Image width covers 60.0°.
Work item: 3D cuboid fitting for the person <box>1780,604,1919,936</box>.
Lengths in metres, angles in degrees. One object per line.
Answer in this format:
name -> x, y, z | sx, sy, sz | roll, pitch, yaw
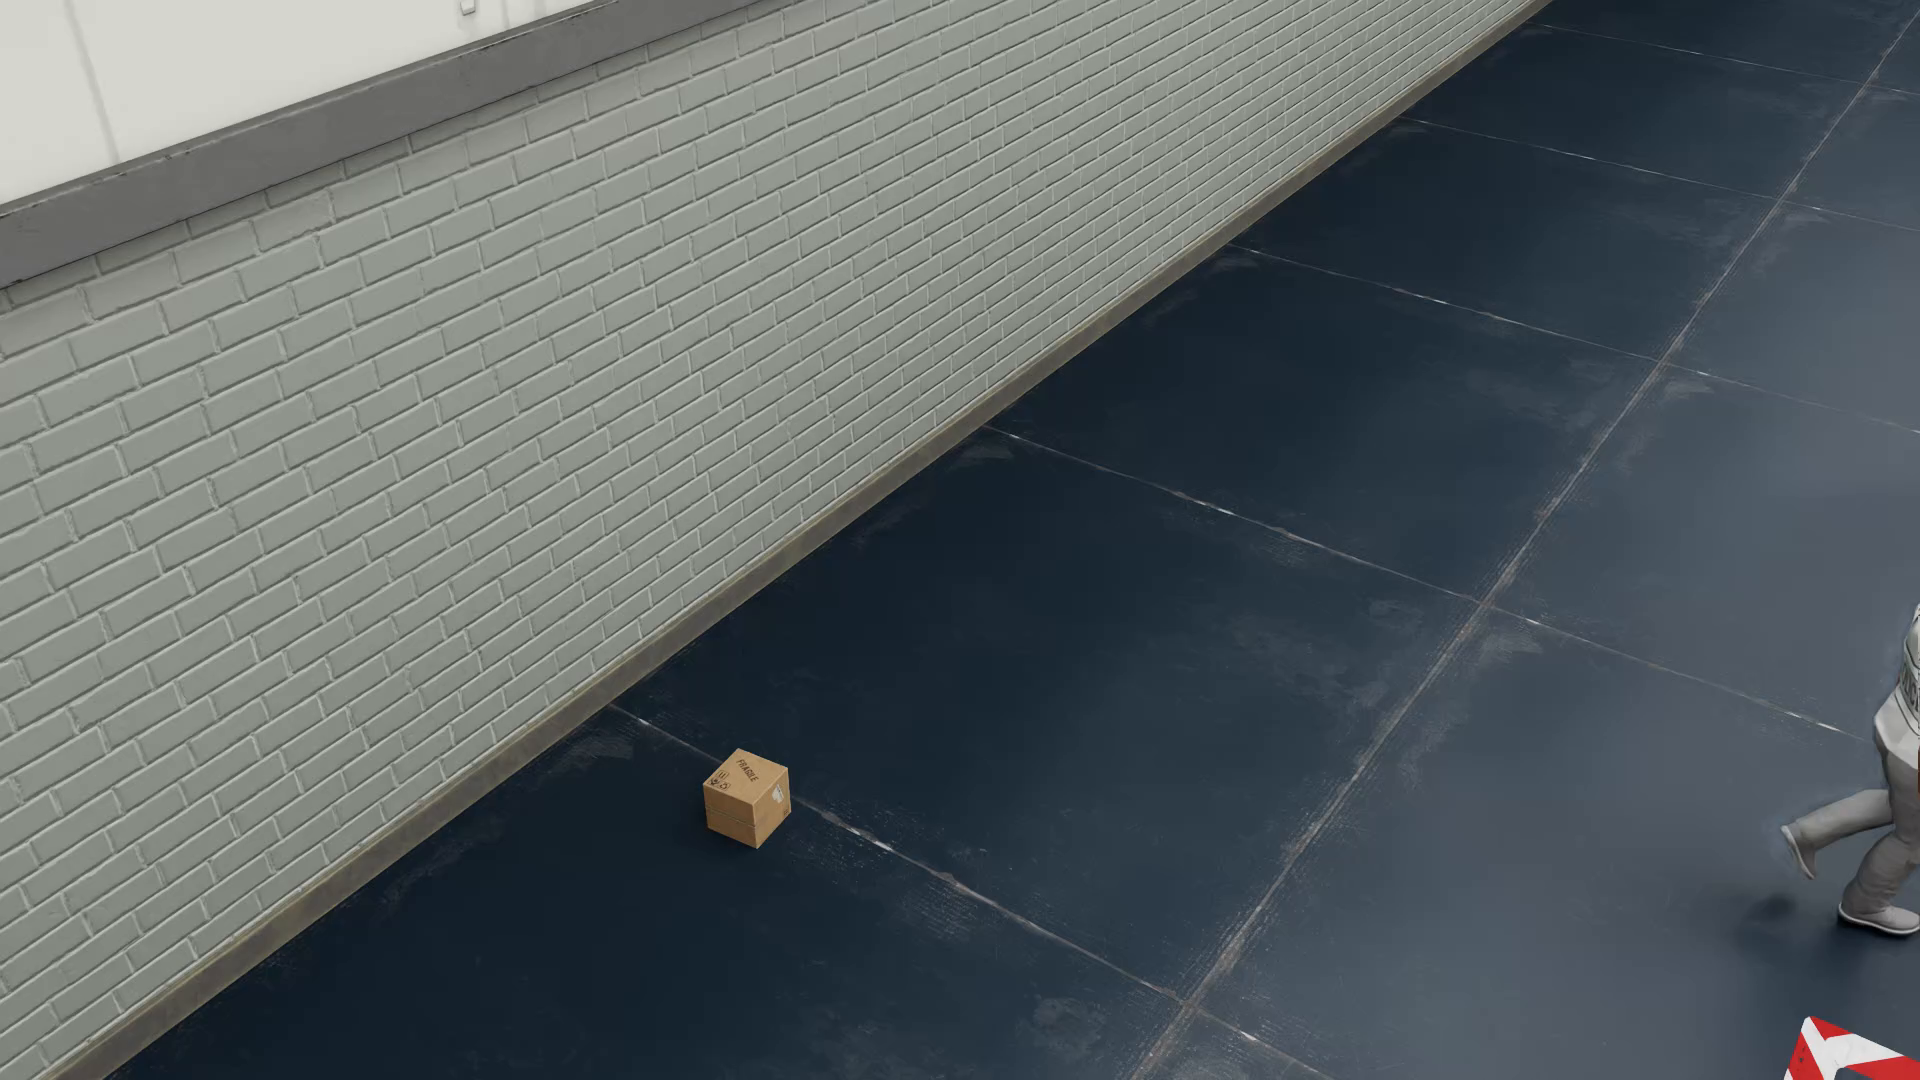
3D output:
person -> 3.437, 0.742, 6.015 | 0.546, 1.681, 0.444 | 6, 35, 9
